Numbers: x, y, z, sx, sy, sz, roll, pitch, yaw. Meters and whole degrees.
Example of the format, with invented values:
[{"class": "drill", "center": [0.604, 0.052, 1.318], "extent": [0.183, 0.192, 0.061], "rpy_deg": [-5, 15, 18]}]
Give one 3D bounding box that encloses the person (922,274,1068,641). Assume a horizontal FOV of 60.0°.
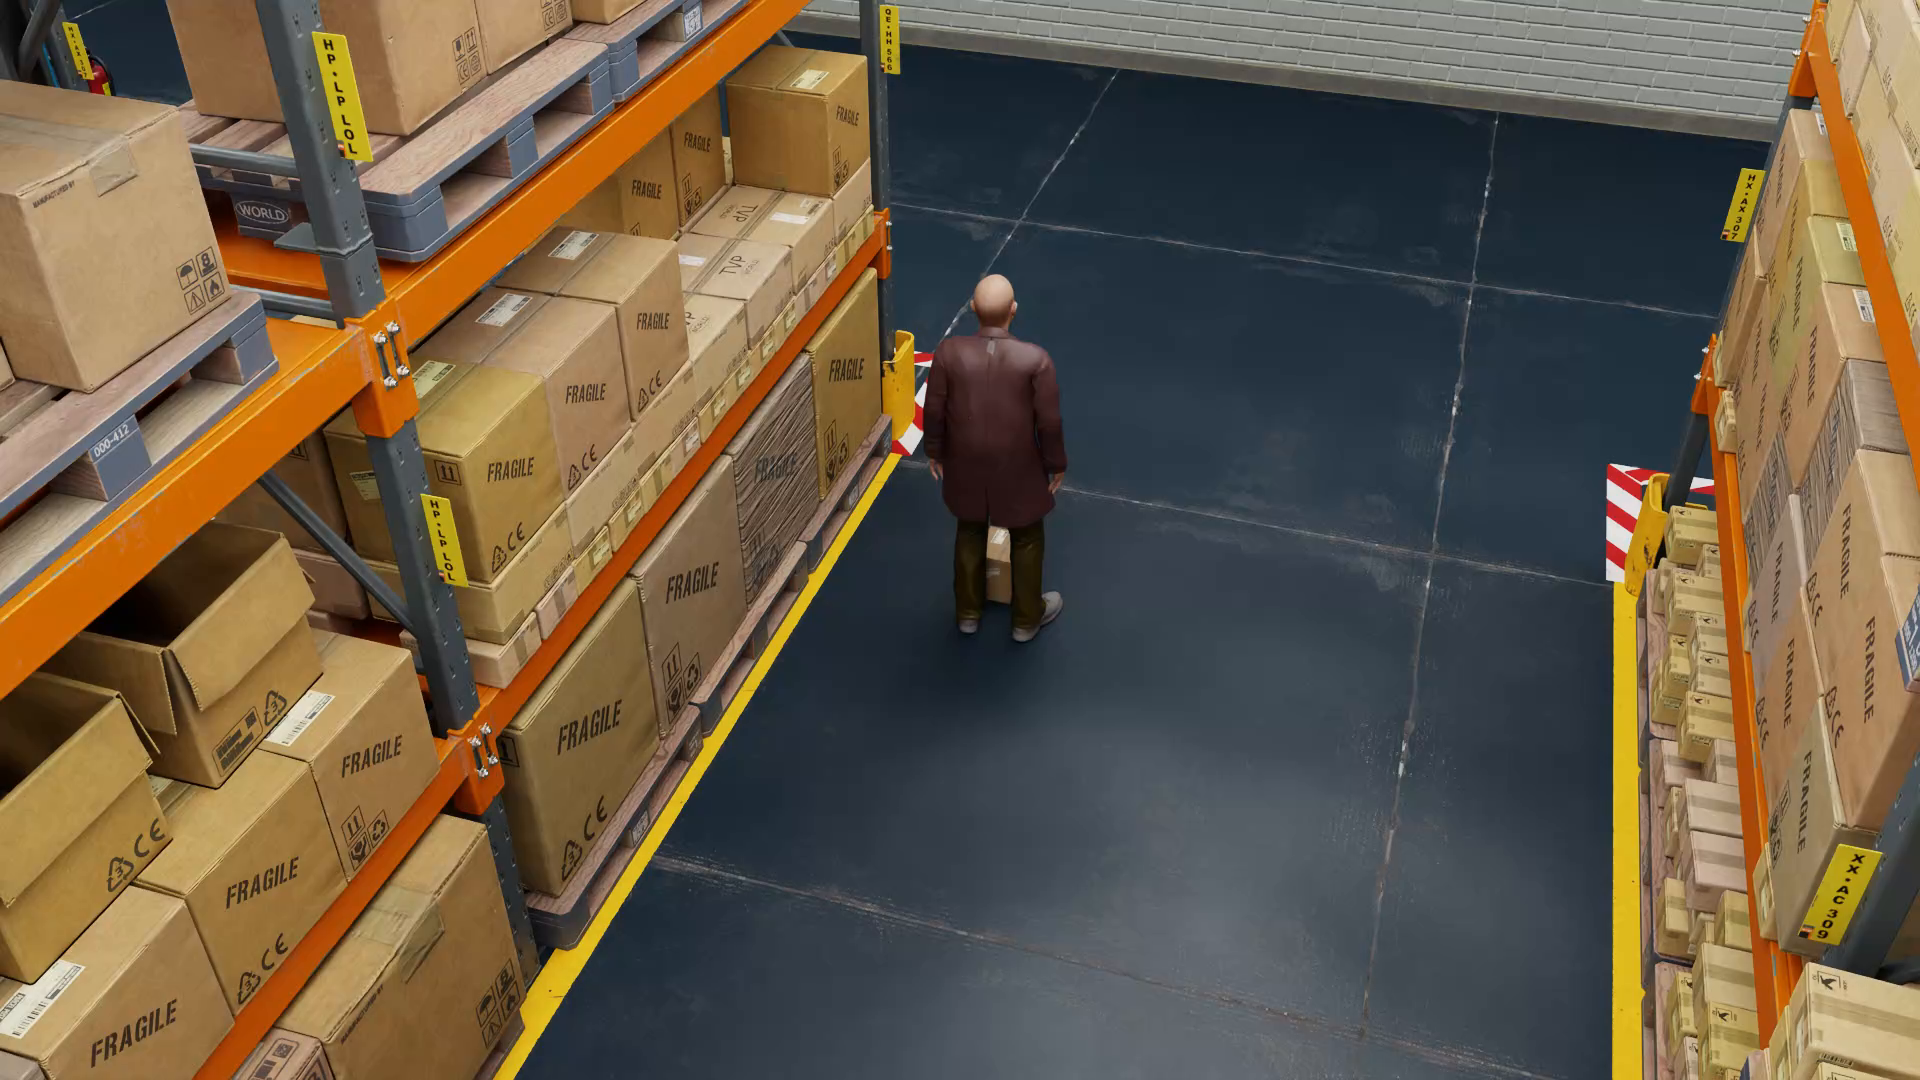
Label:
[{"class": "person", "center": [0.152, -0.347, 7.373], "extent": [0.654, 1.774, 0.424], "rpy_deg": [9, 37, 12]}]
